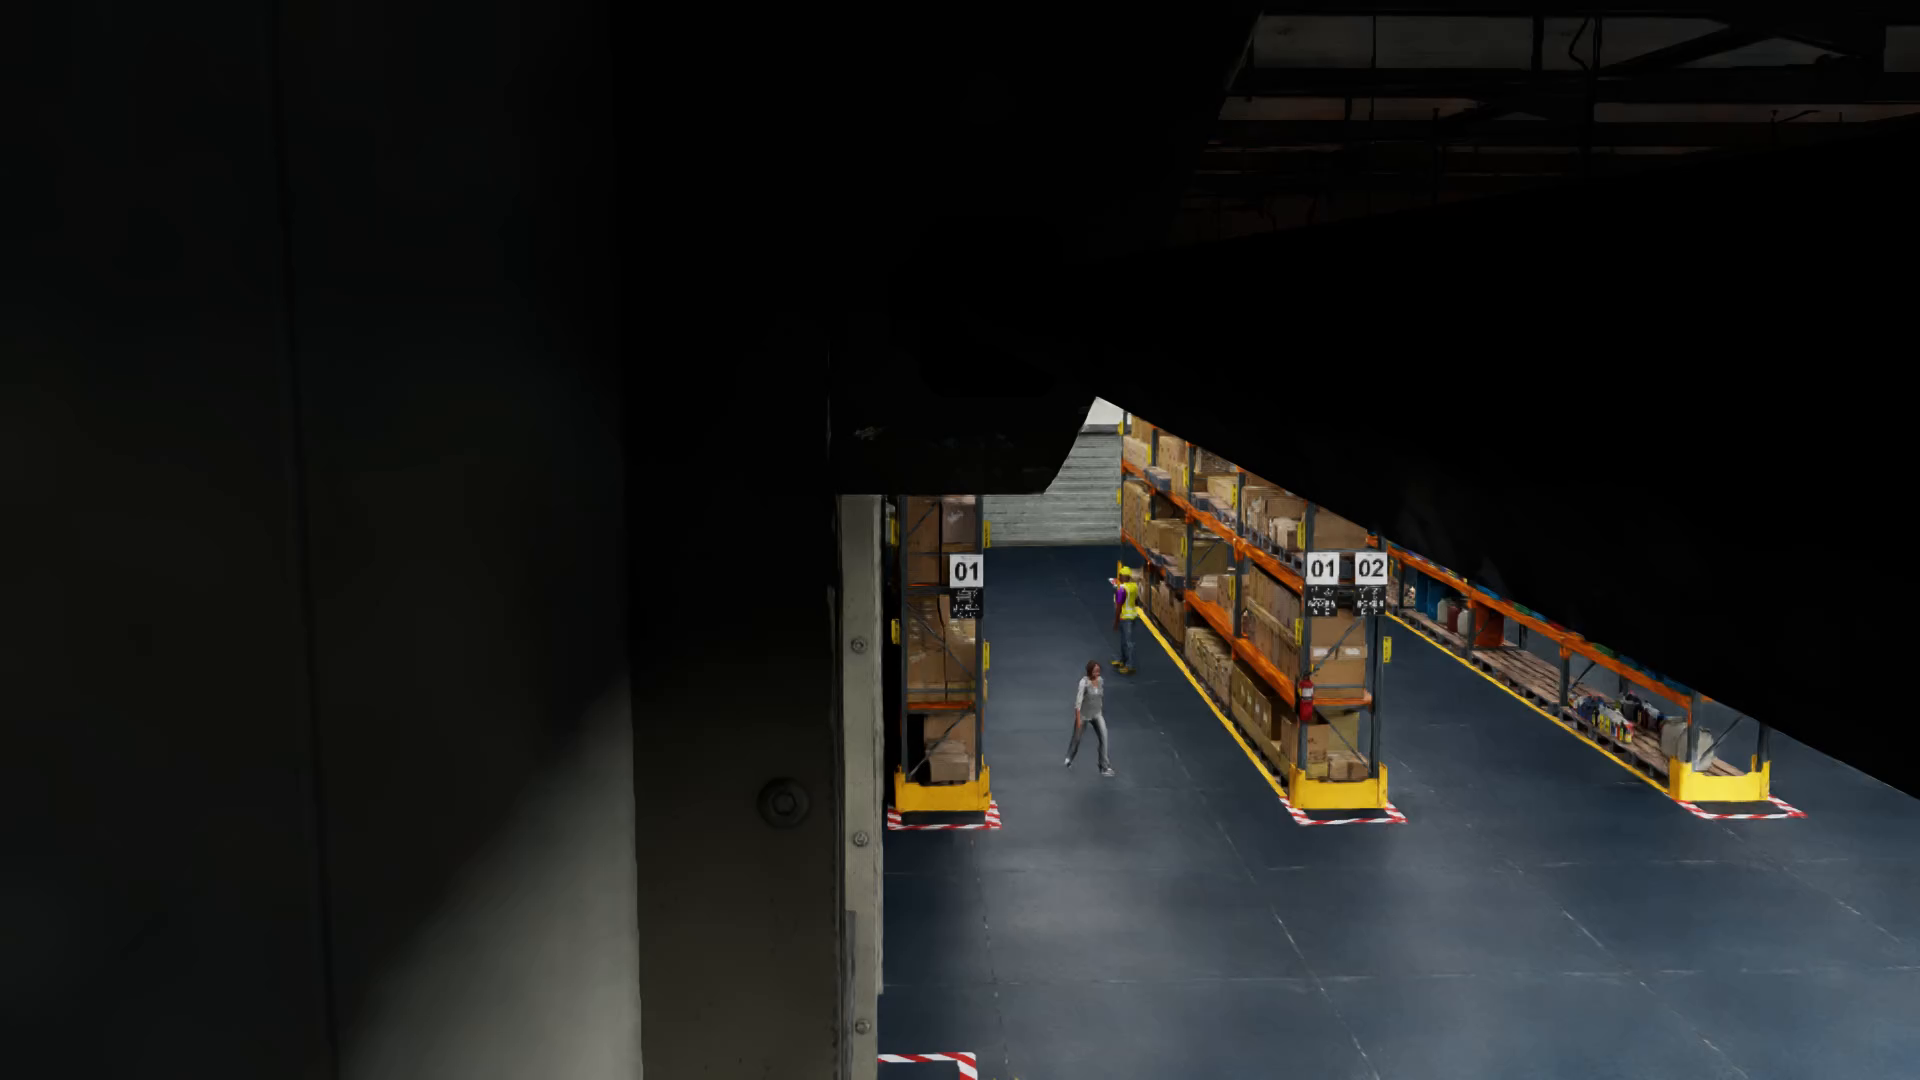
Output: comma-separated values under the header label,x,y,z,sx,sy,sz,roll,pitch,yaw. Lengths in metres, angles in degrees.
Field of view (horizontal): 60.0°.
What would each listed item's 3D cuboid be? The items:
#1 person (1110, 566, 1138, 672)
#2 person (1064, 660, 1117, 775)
label,x,y,z,sx,sy,sz,roll,pitch,yaw
person,2.770,1.310,28.092,0.580,1.763,0.673,5,10,29
person,1.716,2.325,22.084,0.453,1.535,0.878,-4,9,-25
